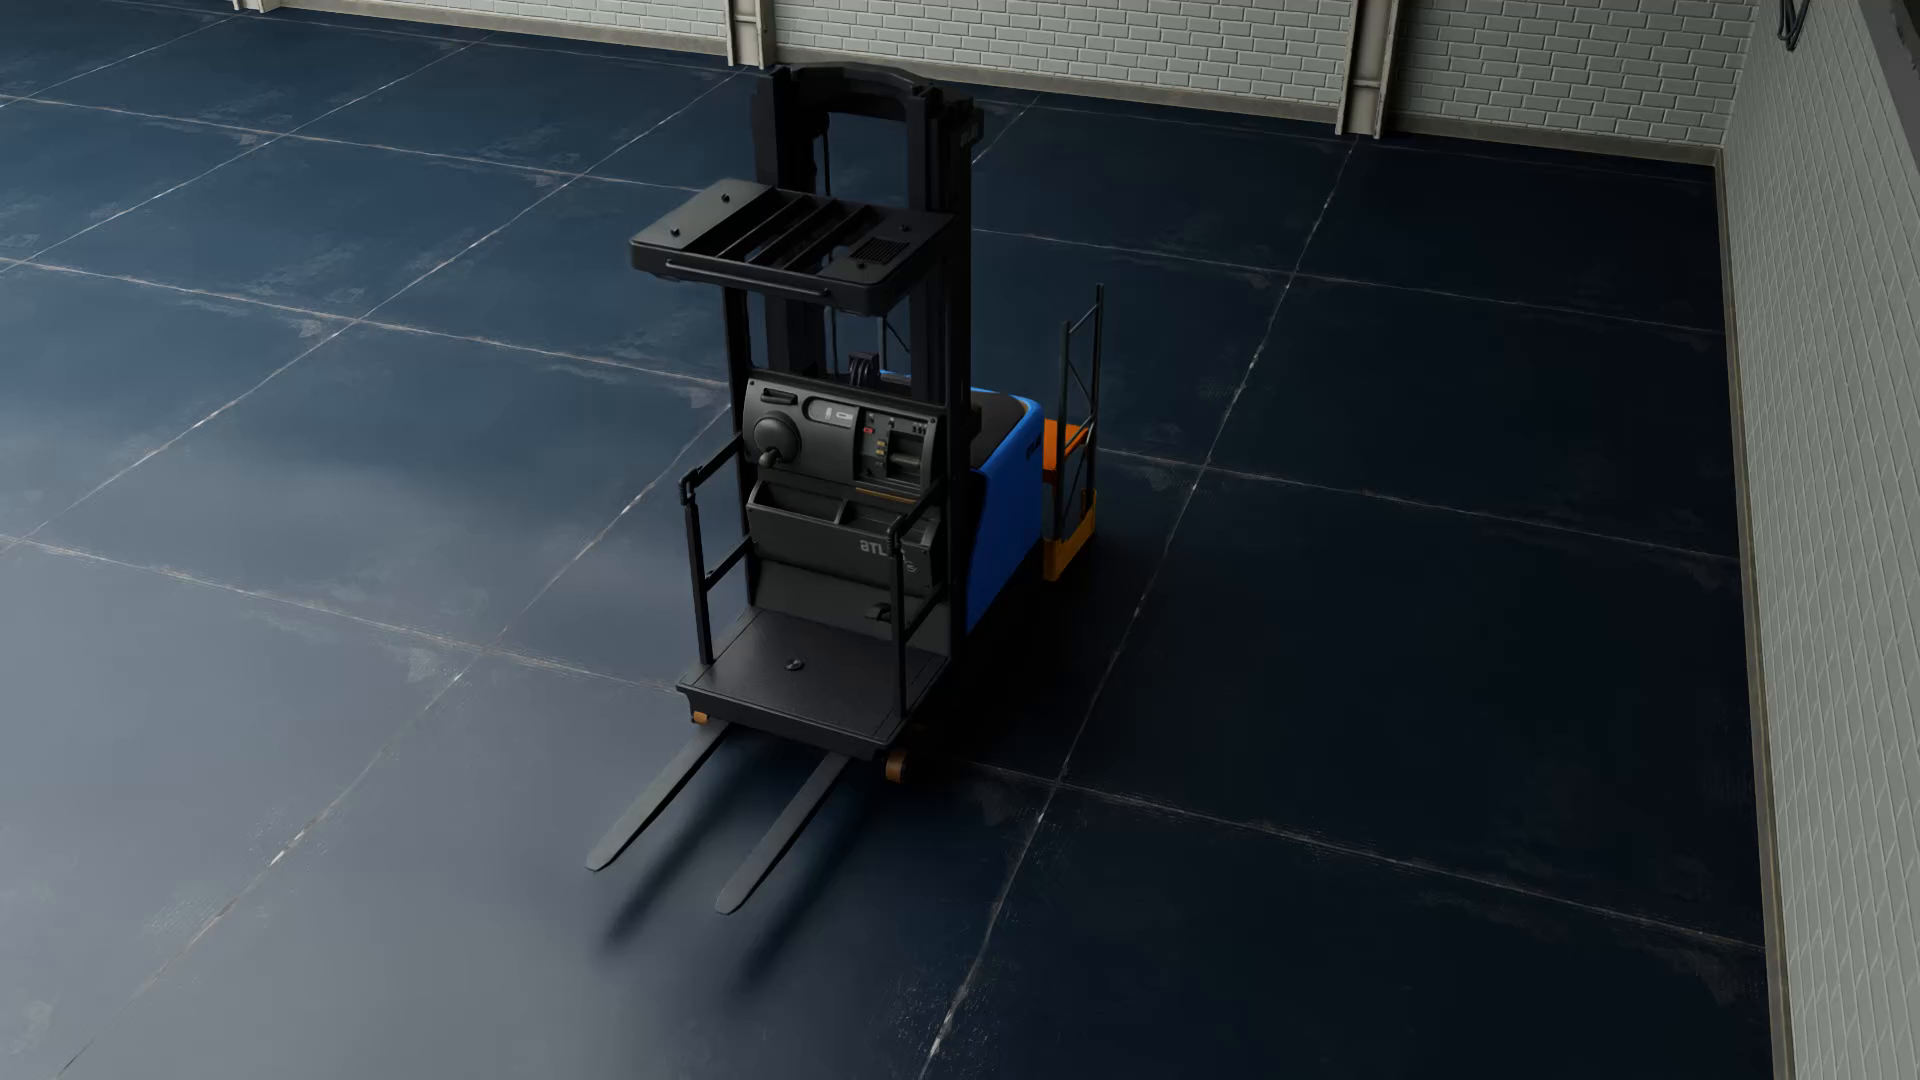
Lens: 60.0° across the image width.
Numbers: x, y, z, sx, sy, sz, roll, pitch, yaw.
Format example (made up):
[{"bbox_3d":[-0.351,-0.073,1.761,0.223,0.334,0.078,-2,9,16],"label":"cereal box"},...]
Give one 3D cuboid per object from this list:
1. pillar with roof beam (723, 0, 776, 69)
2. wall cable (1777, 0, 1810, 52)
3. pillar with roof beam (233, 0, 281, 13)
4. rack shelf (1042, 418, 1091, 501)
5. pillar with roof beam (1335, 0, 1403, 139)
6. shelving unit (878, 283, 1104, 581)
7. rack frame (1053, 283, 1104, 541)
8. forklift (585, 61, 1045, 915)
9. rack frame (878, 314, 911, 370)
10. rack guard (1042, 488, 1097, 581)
[{"bbox_3d":[-3.519,-6.341,10.744,0.400,9.000,9.100,11,34,16],"label":"pillar with roof beam"},{"bbox_3d":[5.908,-4.923,11.409,0.112,2.526,3.097,11,34,16],"label":"wall cable"},{"bbox_3d":[-9.168,-7.439,12.444,0.400,9.000,9.100,11,34,16],"label":"pillar with roof beam"},{"bbox_3d":[0.156,-0.523,8.977,1.000,0.185,0.538,15,36,21],"label":"rack shelf"},{"bbox_3d":[2.129,-5.243,9.043,0.400,9.000,9.100,11,34,16],"label":"pillar with roof beam"},{"bbox_3d":[0.147,-0.676,8.882,1.083,1.500,0.587,15,36,21],"label":"shelving unit"},{"bbox_3d":[0.614,-0.554,8.694,0.032,1.500,0.500,15,36,21],"label":"rack frame"},{"bbox_3d":[-0.614,-0.397,7.131,1.130,2.935,3.031,13,35,20],"label":"forklift"},{"bbox_3d":[-0.303,-0.793,9.064,0.032,1.500,0.500,15,36,21],"label":"rack frame"},{"bbox_3d":[0.596,-0.034,9.040,0.087,0.250,0.587,15,36,21],"label":"rack guard"}]
